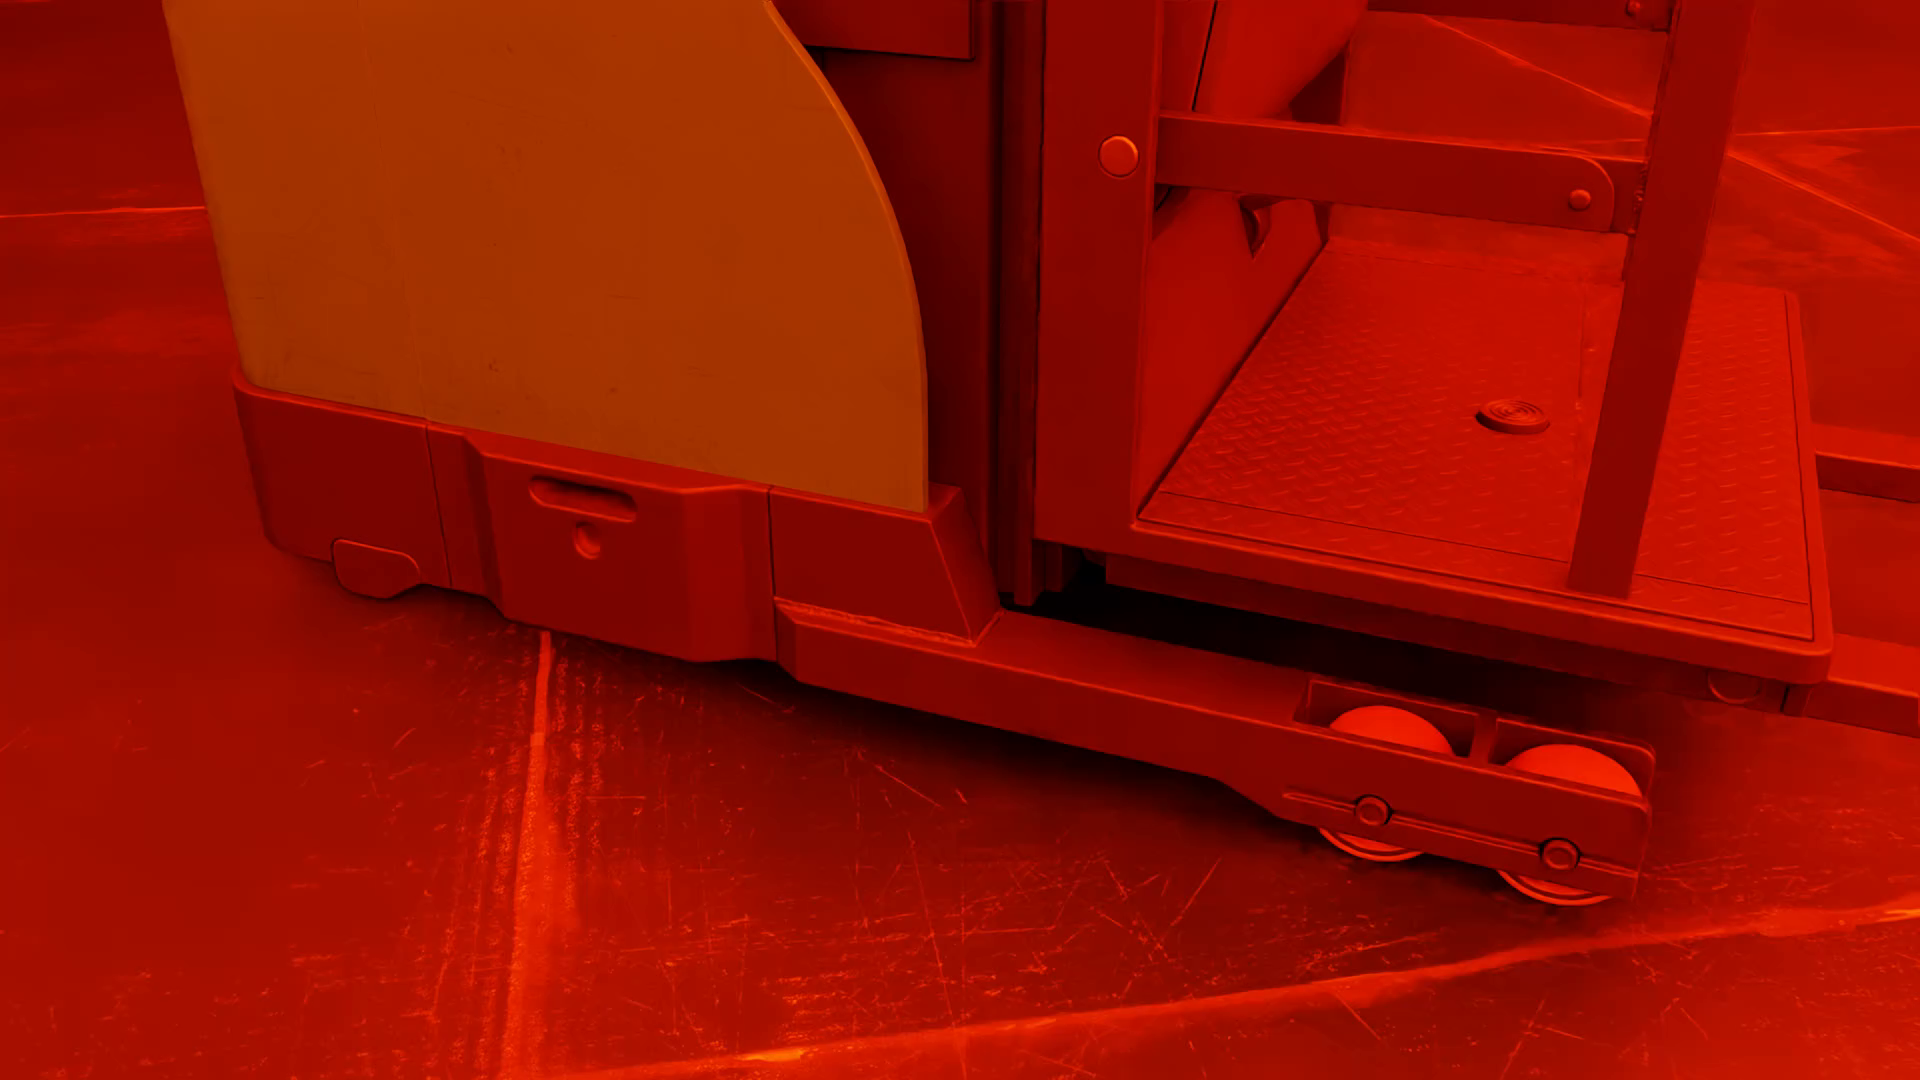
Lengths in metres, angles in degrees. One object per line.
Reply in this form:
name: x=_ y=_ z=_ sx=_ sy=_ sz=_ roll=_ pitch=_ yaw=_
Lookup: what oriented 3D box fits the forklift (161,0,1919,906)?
forklift: x=0.571 y=-1.190 z=1.616 sx=3.031 sy=2.935 sz=1.130 roll=11 pitch=30 yaw=20
